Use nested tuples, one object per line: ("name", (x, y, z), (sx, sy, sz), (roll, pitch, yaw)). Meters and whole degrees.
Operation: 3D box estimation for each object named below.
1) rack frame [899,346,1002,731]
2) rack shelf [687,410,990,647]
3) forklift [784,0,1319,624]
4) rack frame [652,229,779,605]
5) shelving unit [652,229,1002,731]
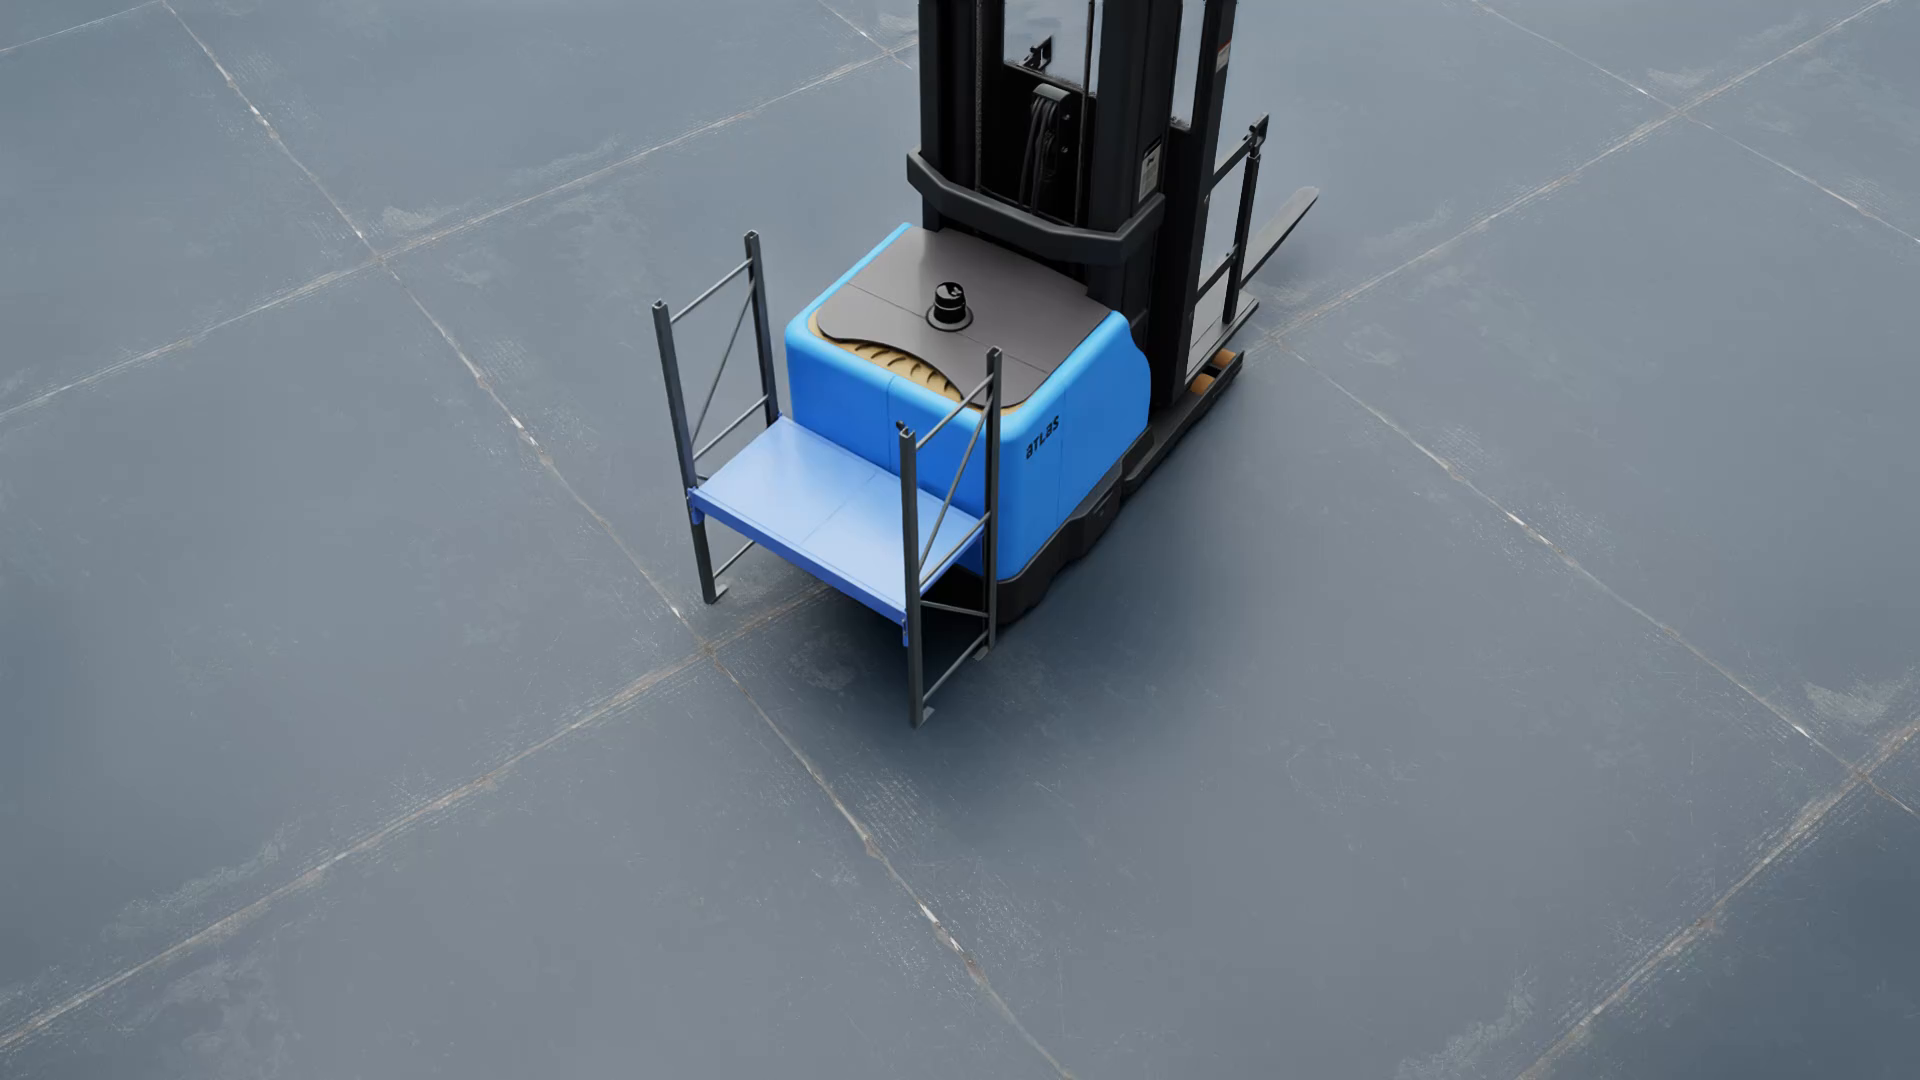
("rack frame", (-0.025, 0.041, 5.699), (0.032, 1.500, 0.500), (28, 54, 23))
("rack shelf", (-0.435, -0.060, 6.034), (1.000, 0.185, 0.538), (28, 54, 23))
("forklift", (0.592, -1.728, 6.337), (1.130, 2.935, 3.031), (27, 53, 22))
("rack frame", (-0.846, -0.403, 6.102), (0.032, 1.500, 0.500), (28, 54, 23))
("shelving unit", (-0.435, -0.181, 5.900), (1.048, 1.500, 0.538), (28, 54, 23))
